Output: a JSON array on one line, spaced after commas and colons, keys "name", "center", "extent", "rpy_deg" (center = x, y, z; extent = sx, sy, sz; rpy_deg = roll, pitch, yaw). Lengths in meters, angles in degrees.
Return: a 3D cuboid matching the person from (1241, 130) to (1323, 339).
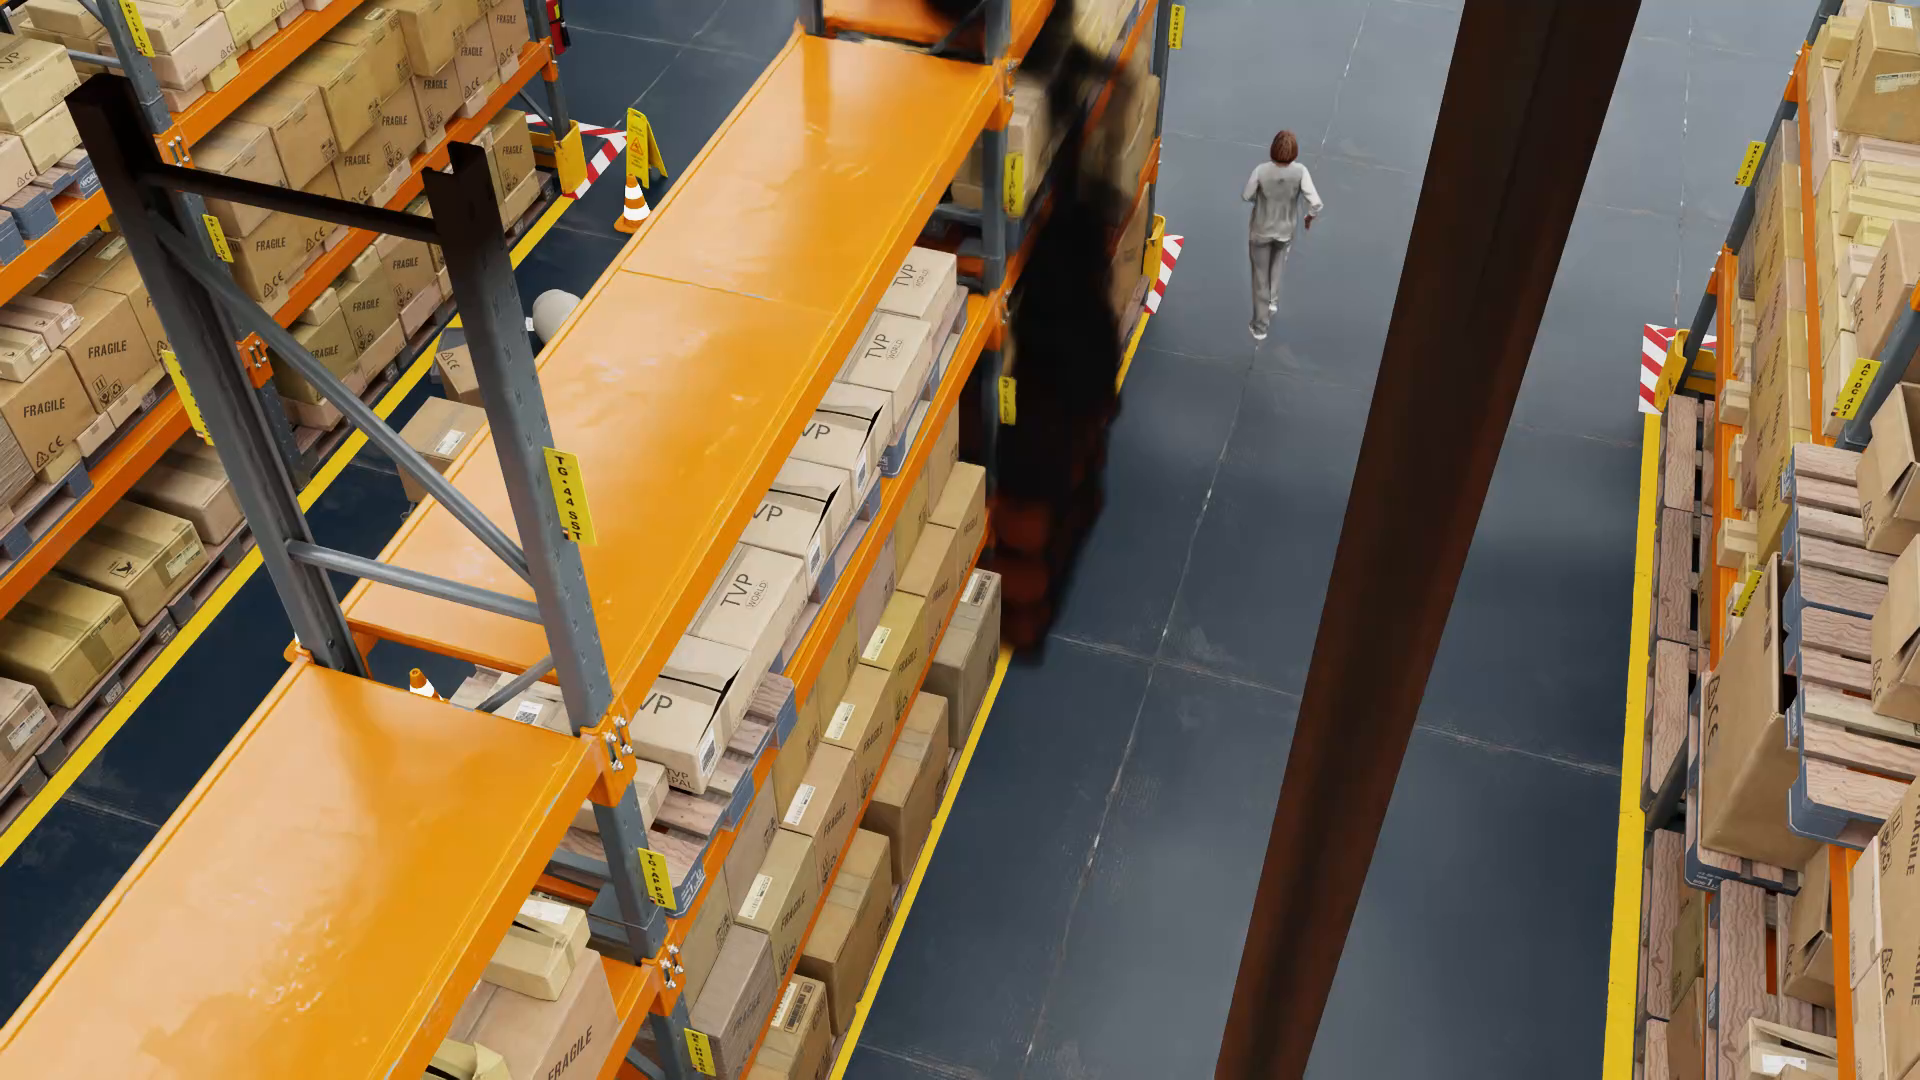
[{"name": "person", "center": [2.212, -2.171, 11.751], "extent": [0.503, 1.661, 0.665], "rpy_deg": [-2, 46, -2]}]
